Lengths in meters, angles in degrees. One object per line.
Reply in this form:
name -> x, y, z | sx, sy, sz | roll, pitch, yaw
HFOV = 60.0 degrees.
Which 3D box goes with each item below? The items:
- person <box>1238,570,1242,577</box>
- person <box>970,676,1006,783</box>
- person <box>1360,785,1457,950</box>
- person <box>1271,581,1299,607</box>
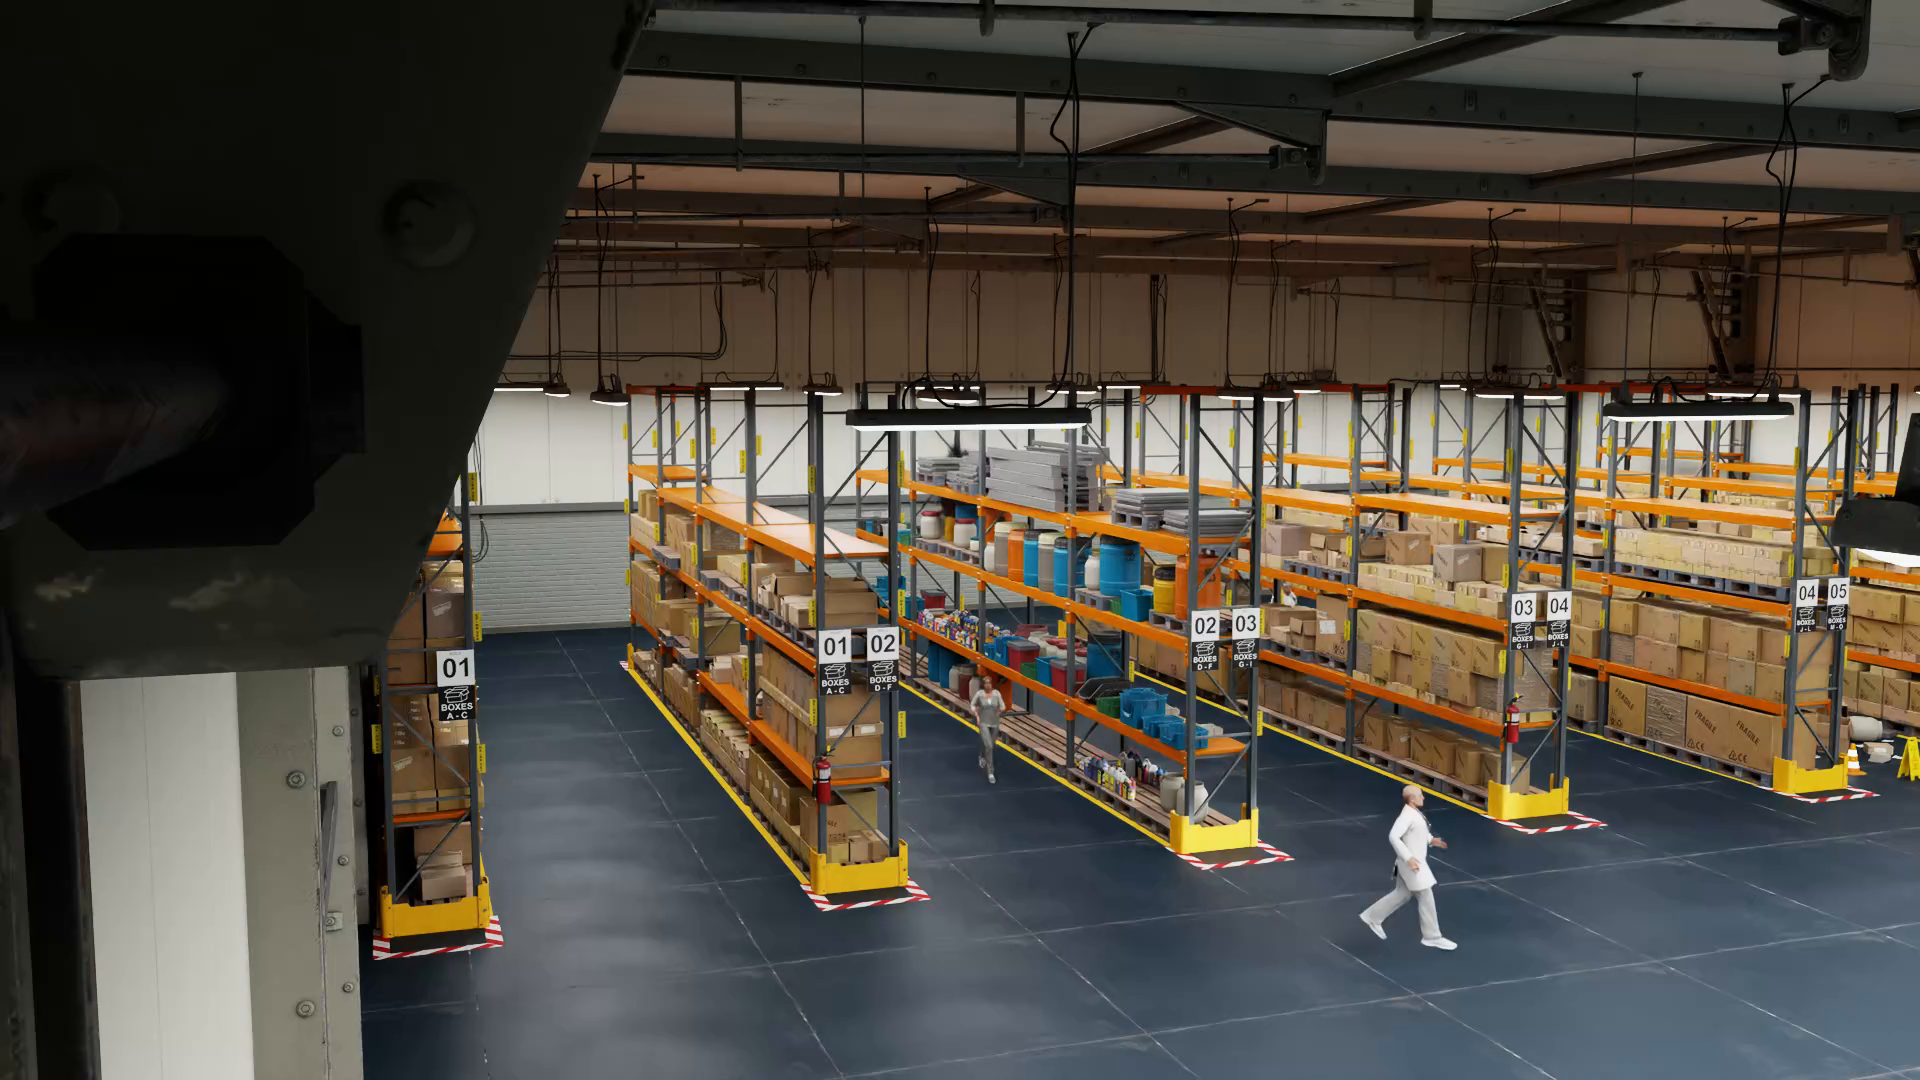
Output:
person -> 6.328, 1.503, 38.346 | 0.692, 1.803, 0.723 | -1, 6, -12
person -> 0.439, 2.885, 25.737 | 0.515, 1.606, 0.815 | -1, 6, -14
person -> 4.910, 3.549, 18.161 | 1.035, 1.774, 0.716 | 1, 6, 11
person -> 7.069, 1.737, 36.150 | 0.689, 1.773, 0.709 | -2, 6, -18
